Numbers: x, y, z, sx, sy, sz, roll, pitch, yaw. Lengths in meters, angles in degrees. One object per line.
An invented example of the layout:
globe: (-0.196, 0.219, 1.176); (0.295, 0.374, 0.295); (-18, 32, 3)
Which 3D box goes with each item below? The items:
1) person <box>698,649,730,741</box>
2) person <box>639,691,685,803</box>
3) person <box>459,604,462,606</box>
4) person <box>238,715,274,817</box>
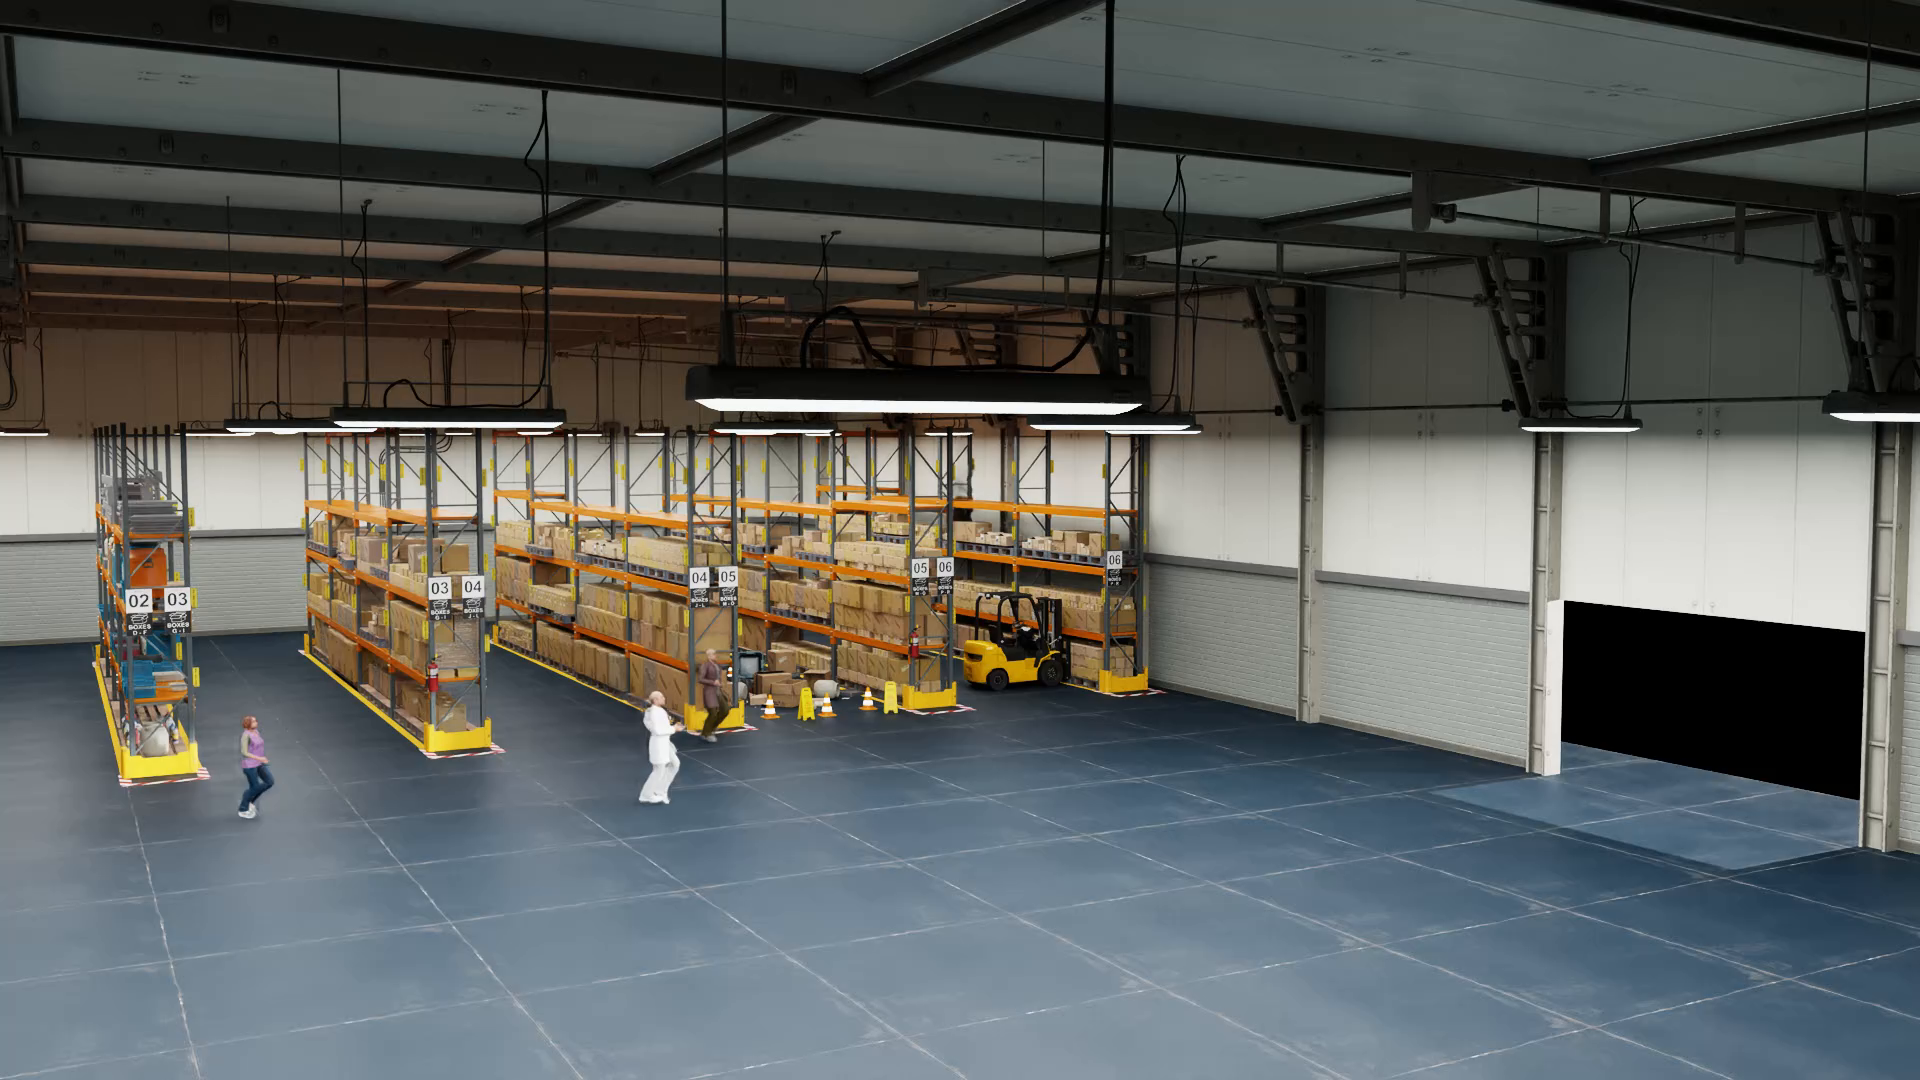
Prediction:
person: (-4.649, 2.938, 31.551); (0.631, 1.752, 0.731); (2, 4, 26)
person: (-4.671, 3.266, 26.097); (0.732, 1.805, 0.687); (0, 3, -4)
person: (-14.040, 2.038, 47.479); (0.828, 1.656, 0.667); (-3, 5, -44)
person: (-10.678, 3.416, 25.174); (0.540, 1.558, 0.553); (0, 3, 2)
